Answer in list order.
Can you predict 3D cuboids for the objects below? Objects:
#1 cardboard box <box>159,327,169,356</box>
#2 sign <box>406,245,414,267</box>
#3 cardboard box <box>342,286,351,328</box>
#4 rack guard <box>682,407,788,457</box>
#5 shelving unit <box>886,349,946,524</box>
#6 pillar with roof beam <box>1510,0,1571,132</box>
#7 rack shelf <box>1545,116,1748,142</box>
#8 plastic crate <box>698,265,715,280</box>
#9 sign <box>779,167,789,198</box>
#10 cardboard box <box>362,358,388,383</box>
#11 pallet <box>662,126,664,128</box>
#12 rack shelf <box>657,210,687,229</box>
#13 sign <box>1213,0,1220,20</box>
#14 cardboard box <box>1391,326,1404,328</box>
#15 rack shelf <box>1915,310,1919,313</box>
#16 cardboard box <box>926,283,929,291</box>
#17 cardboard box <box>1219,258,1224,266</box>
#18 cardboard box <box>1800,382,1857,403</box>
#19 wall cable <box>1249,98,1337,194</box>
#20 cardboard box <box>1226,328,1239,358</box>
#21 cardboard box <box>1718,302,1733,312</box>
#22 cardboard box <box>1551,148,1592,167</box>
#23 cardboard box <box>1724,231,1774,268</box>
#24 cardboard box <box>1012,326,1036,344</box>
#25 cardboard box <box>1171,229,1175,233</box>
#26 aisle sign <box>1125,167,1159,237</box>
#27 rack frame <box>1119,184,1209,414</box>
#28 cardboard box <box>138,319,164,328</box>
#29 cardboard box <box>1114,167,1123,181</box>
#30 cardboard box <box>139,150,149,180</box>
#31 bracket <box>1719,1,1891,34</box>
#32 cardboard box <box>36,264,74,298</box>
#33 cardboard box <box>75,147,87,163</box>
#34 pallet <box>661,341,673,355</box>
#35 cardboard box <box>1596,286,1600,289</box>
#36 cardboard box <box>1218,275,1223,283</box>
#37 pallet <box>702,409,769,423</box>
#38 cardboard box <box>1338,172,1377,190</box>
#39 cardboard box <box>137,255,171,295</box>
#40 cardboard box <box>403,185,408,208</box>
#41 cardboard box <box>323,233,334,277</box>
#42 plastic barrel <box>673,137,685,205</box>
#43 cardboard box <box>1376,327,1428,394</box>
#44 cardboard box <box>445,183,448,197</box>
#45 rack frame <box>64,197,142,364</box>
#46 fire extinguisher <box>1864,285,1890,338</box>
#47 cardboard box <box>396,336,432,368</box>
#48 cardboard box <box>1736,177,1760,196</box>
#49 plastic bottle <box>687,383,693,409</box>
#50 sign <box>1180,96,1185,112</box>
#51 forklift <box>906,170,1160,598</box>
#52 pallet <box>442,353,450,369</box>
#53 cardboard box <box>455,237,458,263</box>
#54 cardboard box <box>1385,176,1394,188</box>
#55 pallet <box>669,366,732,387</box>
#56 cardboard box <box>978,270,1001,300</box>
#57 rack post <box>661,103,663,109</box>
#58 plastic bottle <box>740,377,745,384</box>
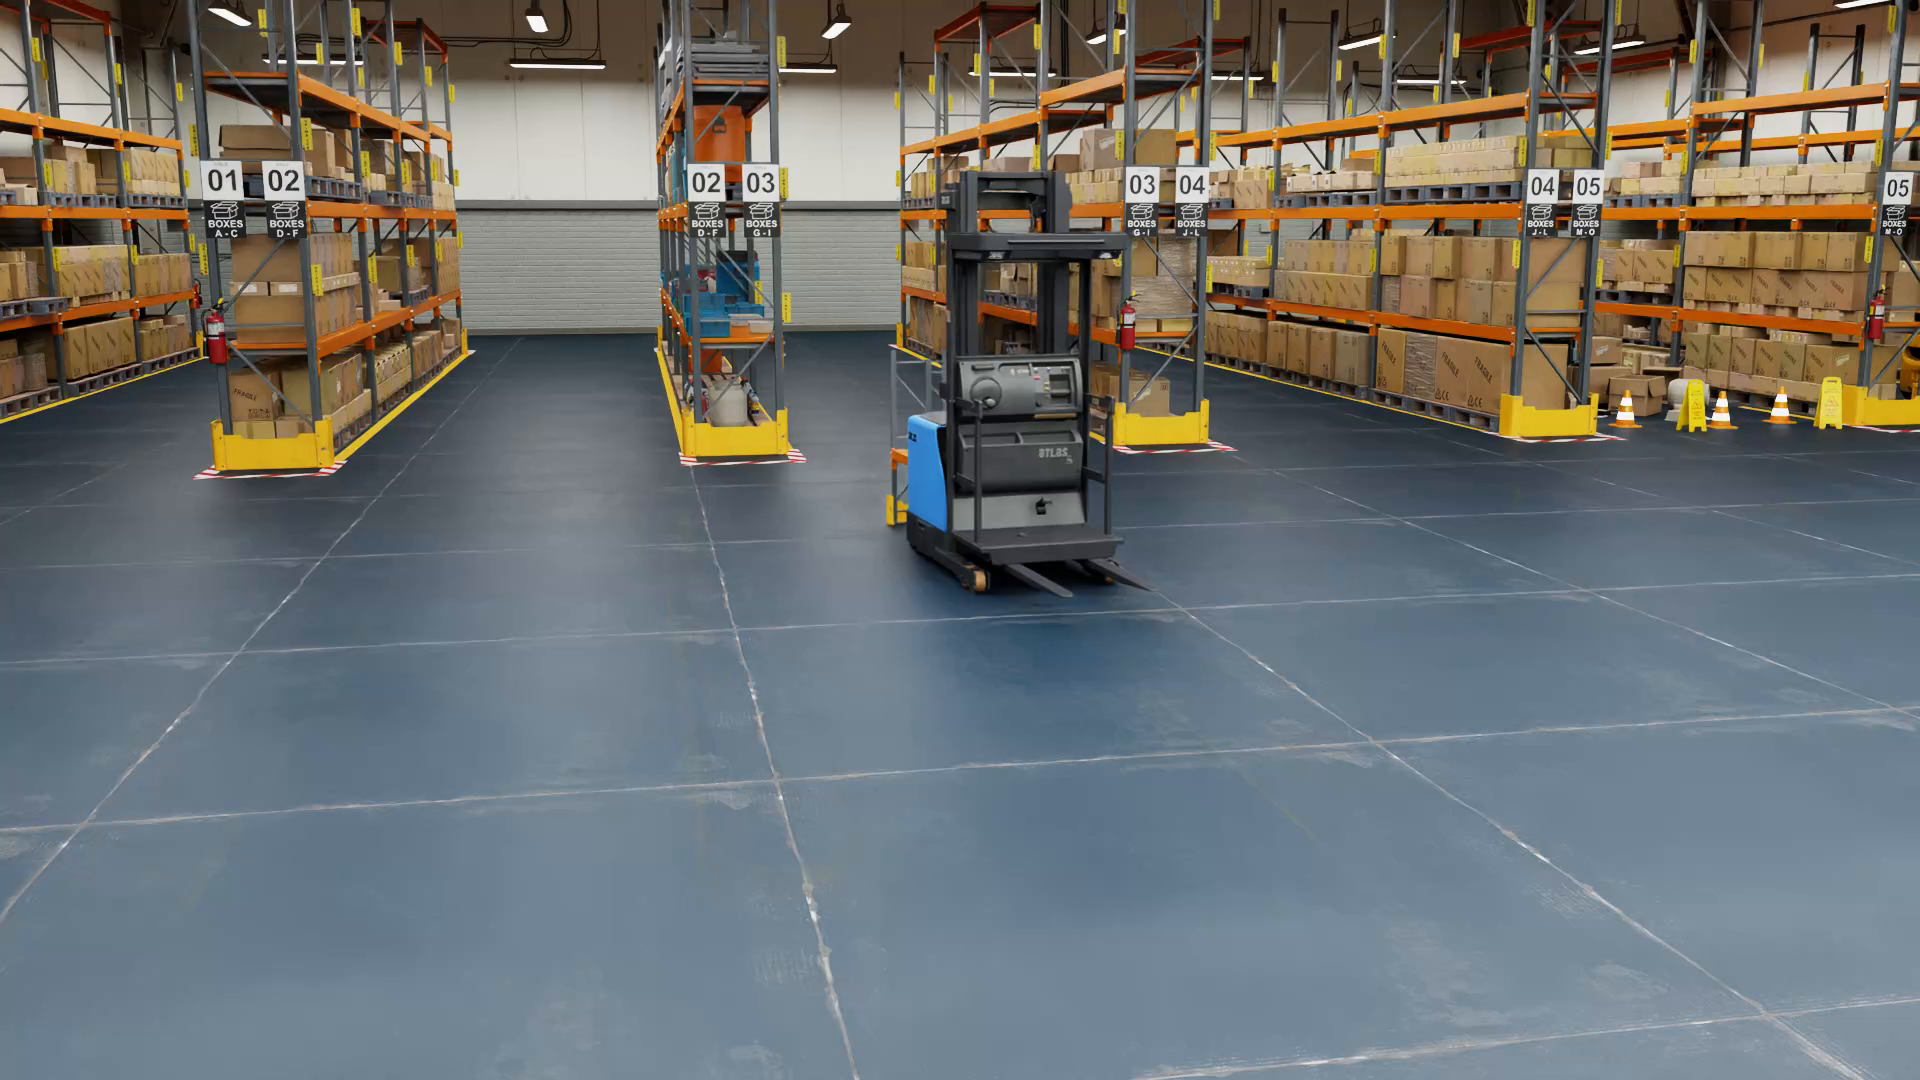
[{"bbox_3d":[-14.773,-3.590,30.097,0.700,0.500,0.500,-2,11,-10],"label":"cardboard box"},{"bbox_3d":[-8.356,-4.321,25.279,0.100,0.325,0.005,-2,11,-11],"label":"sign"},{"bbox_3d":[-7.920,-2.869,20.481,0.700,0.500,0.500,-2,11,-12],"label":"cardboard box"},{"bbox_3d":[-2.545,-1.228,18.810,1.175,0.500,0.348,-2,11,-11],"label":"rack guard"},{"bbox_3d":[-0.198,-0.806,13.922,0.587,1.500,1.083,-3,11,-18],"label":"shelving unit"},{"bbox_3d":[9.988,-9.418,39.109,9.100,9.000,0.548,-2,11,-11],"label":"pillar with roof beam"},{"bbox_3d":[10.928,-6.482,26.678,1.077,0.370,4.000,-2,11,-11],"label":"rack shelf"},{"bbox_3d":[-4.745,-4.878,30.972,0.402,0.464,0.583,-2,11,-11],"label":"plastic crate"},{"bbox_3d":[-1.943,-3.941,18.332,0.100,0.325,0.005,-2,11,-11],"label":"sign"},{"bbox_3d":[-8.050,-2.306,22.519,0.500,0.311,0.500,-2,11,-12],"label":"cardboard box"},{"bbox_3d":[-4.627,-7.152,28.778,1.003,0.211,1.213,-2,11,-11],"label":"pallet"},{"bbox_3d":[-5.207,-6.131,31.790,1.077,0.370,4.000,-2,11,-11],"label":"rack shelf"},{"bbox_3d":[2.907,-6.088,18.907,0.100,0.325,0.005,-2,11,-11],"label":"sign"},{"bbox_3d":[9.570,-4.416,34.604,0.875,0.438,0.875,-2,11,-13],"label":"cardboard box"},{"bbox_3d":[15.796,-3.912,28.153,1.077,0.370,4.000,-2,11,-11],"label":"rack shelf"},{"bbox_3d":[-0.440,-4.839,31.772,0.380,0.149,0.250,-2,11,-12],"label":"cardboard box"},{"bbox_3d":[4.859,-4.986,29.829,0.380,0.149,0.250,-2,11,-9],"label":"cardboard box"},{"bbox_3d":[11.669,-1.982,22.321,0.500,0.250,0.500,-2,11,-11],"label":"cardboard box"},{"bbox_3d":[8.339,-9.926,41.777,2.355,3.000,0.029,-2,11,-11],"label":"wall cable"},{"bbox_3d":[5.103,-3.534,29.804,0.500,0.500,0.500,-3,11,-14],"label":"cardboard box"},{"bbox_3d":[11.259,-3.386,24.137,0.380,0.149,0.250,-2,11,-9],"label":"cardboard box"},{"bbox_3d":[7.417,-4.685,20.480,0.500,0.250,0.500,-2,11,-11],"label":"cardboard box"},{"bbox_3d":[11.339,-4.128,23.625,0.700,0.500,0.500,-2,11,-12],"label":"cardboard box"},{"bbox_3d":[1.091,-3.229,26.141,0.500,0.250,0.500,-1,11,-5],"label":"cardboard box"},{"bbox_3d":[4.463,-5.844,32.640,0.500,0.500,0.500,-2,11,-13],"label":"cardboard box"},{"bbox_3d":[2.092,-3.878,19.099,0.394,0.787,0.004,-2,11,-11],"label":"aisle sign"},{"bbox_3d":[2.374,-2.624,19.459,1.000,3.000,0.127,-2,11,-11],"label":"rack frame"},{"bbox_3d":[-14.570,-3.887,29.925,0.380,0.149,0.250,-2,11,-13],"label":"cardboard box"},{"bbox_3d":[2.014,-4.259,19.363,0.380,0.149,0.250,-2,11,-11],"label":"cardboard box"},{"bbox_3d":[-14.505,-6.543,29.032,0.500,0.500,0.500,-2,11,-12],"label":"cardboard box"},{"bbox_3d":[15.615,-9.677,30.846,0.076,0.066,4.783,-2,11,-11],"label":"bracket"},{"bbox_3d":[-13.601,-3.854,24.806,0.500,0.500,0.500,-2,11,-9],"label":"cardboard box"},{"bbox_3d":[-14.493,-6.225,26.909,0.500,0.250,0.500,-1,11,-7],"label":"cardboard box"},{"bbox_3d":[-5.473,-3.856,33.389,1.003,0.211,1.213,-2,11,-11],"label":"pallet"},{"bbox_3d":[10.700,-4.220,27.394,0.380,0.149,0.250,-2,11,-9],"label":"cardboard box"},{"bbox_3d":[4.856,-4.695,29.889,0.380,0.149,0.250,-3,11,-14],"label":"cardboard box"},{"bbox_3d":[-2.931,-1.458,20.794,1.003,0.211,1.213,-2,11,-11],"label":"pallet"},{"bbox_3d":[6.025,-5.393,24.996,0.500,0.250,0.500,-2,11,-11],"label":"cardboard box"},{"bbox_3d":[-14.913,-4.799,30.084,0.980,0.700,0.700,-3,11,-14],"label":"cardboard box"},{"bbox_3d":[-9.116,-5.426,25.894,0.910,0.500,0.500,-2,11,-11],"label":"cardboard box"},{"bbox_3d":[-7.736,-3.327,19.416,0.700,0.500,0.500,-2,11,-11],"label":"cardboard box"},{"bbox_3d":[-3.574,-4.982,22.488,0.600,0.901,0.708,-2,11,-11],"label":"plastic barrel"},{"bbox_3d":[6.535,-2.564,23.703,0.875,0.875,0.875,-2,11,-10],"label":"cardboard box"},{"bbox_3d":[-9.914,-6.576,31.264,0.500,0.250,0.500,-2,11,-11],"label":"cardboard box"},{"bbox_3d":[-14.536,-4.284,28.183,1.000,3.000,0.127,-2,11,-11],"label":"rack frame"},{"bbox_3d":[11.665,-2.908,21.161,0.296,0.674,0.183,-2,11,-11],"label":"fire extinguisher"},{"bbox_3d":[-9.014,-3.097,27.454,0.500,0.500,0.500,-3,11,-13],"label":"cardboard box"},{"bbox_3d":[11.328,-4.986,23.456,0.500,0.250,0.500,-2,11,-10],"label":"cardboard box"},{"bbox_3d":[-3.393,-1.816,21.125,0.144,0.351,0.185,-2,11,-11],"label":"plastic bottle"},{"bbox_3d":[4.696,-9.220,35.150,0.100,0.325,0.005,-2,11,-11],"label":"sign"},{"bbox_3d":[0.512,-1.147,11.884,1.130,2.935,3.031,-3,11,-18],"label":"forklift"},{"bbox_3d":[-9.810,-3.221,30.056,1.003,0.211,1.213,-2,11,-11],"label":"pallet"},{"bbox_3d":[-10.099,-5.667,32.508,0.500,0.500,0.500,-2,11,-12],"label":"cardboard box"},{"bbox_3d":[6.219,-5.046,23.442,0.380,0.149,0.250,-2,11,-12],"label":"cardboard box"},{"bbox_3d":[-4.234,-2.684,27.234,1.003,0.211,1.213,-2,11,-11],"label":"pallet"},{"bbox_3d":[0.479,-4.222,27.586,0.500,0.500,0.500,-2,11,-9],"label":"cardboard box"},{"bbox_3d":[-4.685,-7.399,28.704,0.937,0.300,0.954,-2,11,-12],"label":"rack post"},{"bbox_3d":[-2.854,-1.984,22.008,0.144,0.351,0.185,-2,11,-13],"label":"plastic bottle"}]
